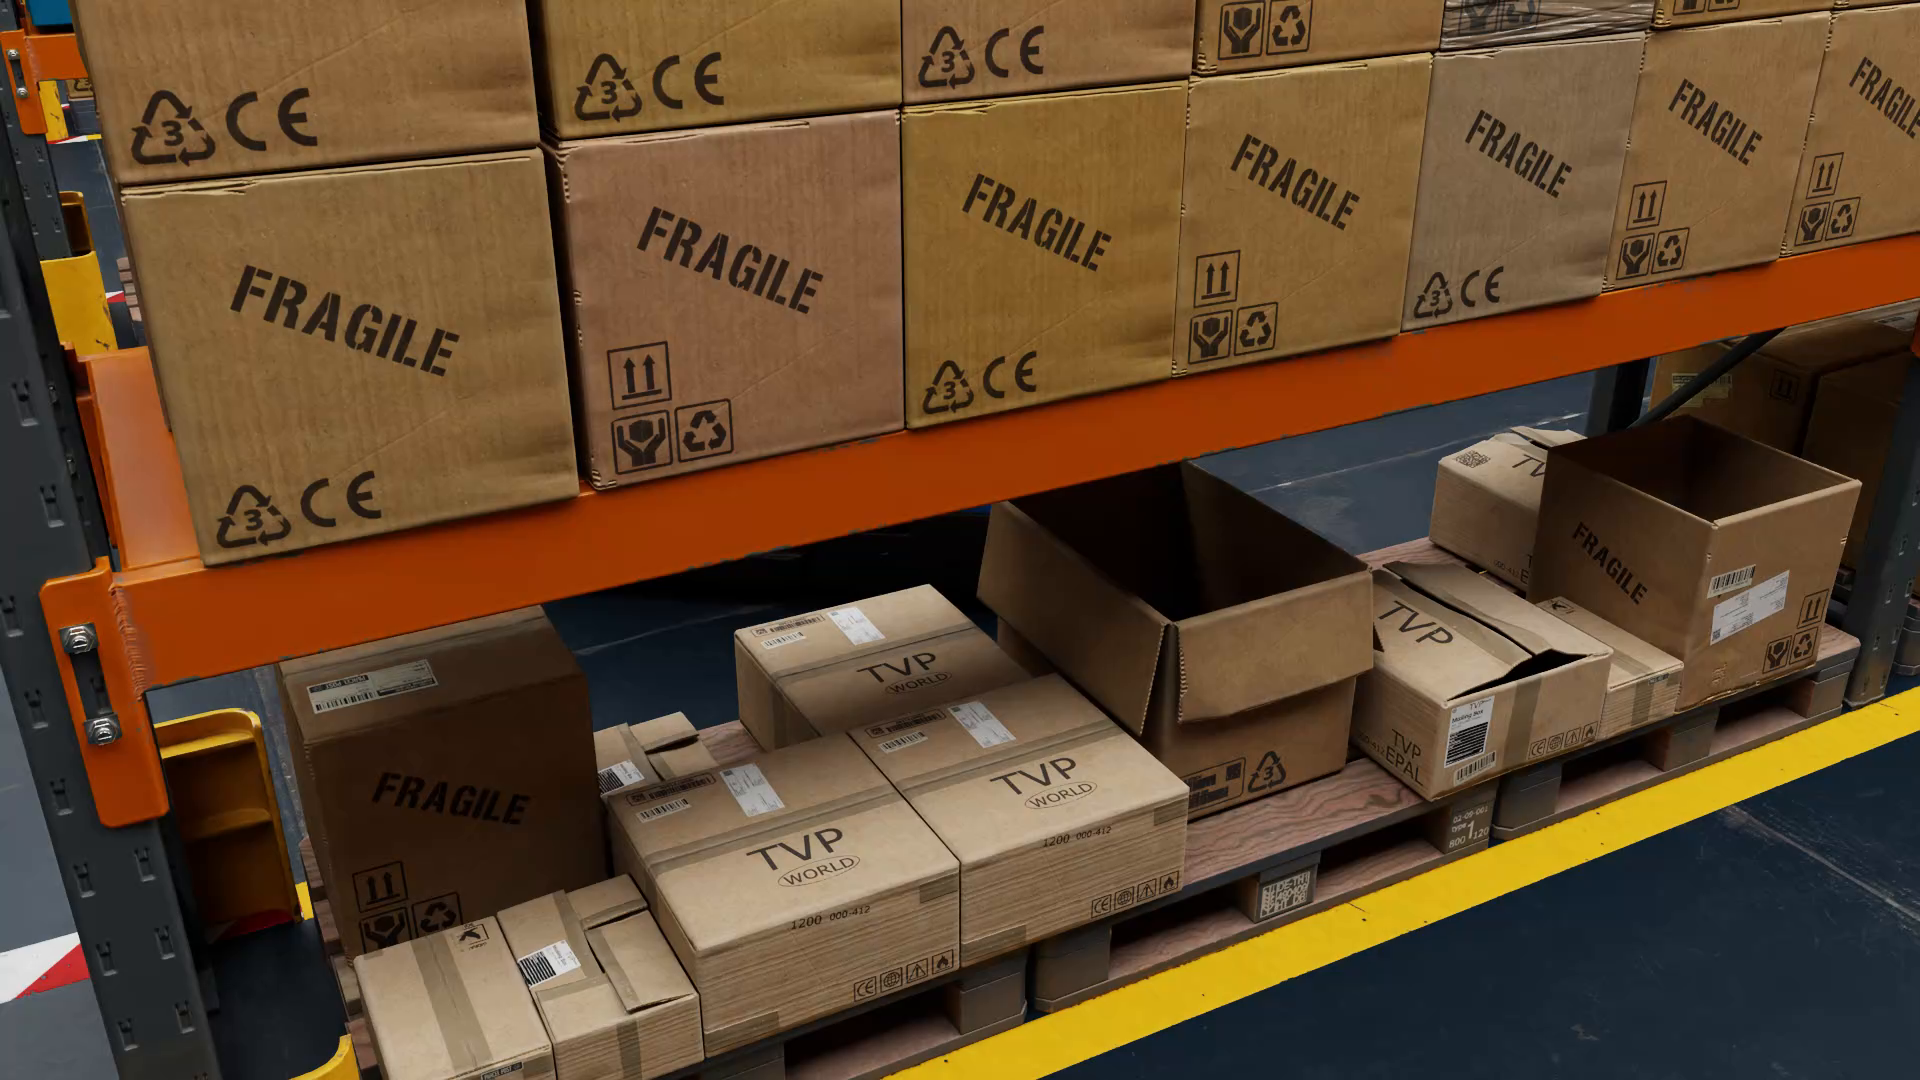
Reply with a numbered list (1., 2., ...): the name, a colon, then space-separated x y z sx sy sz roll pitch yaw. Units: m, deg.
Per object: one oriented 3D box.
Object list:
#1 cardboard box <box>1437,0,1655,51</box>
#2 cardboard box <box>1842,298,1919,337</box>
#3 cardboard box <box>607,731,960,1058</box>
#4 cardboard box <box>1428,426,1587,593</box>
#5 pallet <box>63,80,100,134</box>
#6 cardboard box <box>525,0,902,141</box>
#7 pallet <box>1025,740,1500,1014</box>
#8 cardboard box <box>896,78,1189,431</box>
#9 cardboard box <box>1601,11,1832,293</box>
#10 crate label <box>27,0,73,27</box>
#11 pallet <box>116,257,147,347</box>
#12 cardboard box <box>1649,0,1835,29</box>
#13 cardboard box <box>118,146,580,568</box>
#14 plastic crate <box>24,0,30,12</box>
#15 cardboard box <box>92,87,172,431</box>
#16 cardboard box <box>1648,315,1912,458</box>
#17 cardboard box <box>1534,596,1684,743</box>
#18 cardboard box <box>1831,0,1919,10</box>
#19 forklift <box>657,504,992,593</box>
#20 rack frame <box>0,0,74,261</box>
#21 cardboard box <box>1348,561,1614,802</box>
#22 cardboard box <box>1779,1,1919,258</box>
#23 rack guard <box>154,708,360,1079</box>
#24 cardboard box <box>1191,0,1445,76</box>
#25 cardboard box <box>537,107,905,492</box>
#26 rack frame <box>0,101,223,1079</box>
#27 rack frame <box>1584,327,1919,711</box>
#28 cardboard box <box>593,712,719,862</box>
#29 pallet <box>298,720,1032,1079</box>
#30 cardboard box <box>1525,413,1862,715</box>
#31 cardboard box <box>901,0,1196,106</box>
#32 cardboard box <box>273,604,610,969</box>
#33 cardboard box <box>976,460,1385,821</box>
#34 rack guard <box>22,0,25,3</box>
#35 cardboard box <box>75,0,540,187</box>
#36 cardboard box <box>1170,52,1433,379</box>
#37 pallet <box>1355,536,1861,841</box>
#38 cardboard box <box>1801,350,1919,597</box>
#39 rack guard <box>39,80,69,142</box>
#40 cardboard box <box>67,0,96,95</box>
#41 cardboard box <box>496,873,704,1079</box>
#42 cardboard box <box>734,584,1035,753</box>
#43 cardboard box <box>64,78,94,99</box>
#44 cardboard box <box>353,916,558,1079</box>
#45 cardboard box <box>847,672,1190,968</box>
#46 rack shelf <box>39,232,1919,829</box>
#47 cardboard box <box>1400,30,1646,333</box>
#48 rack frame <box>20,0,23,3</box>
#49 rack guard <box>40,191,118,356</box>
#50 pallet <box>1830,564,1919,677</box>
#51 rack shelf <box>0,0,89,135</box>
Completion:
1. cardboard box: 0.920 -1.197 3.006 0.500 0.500 0.500 -13 28 -25
2. cardboard box: 2.880 -0.489 5.183 0.500 0.500 0.500 -13 29 -25
3. cardboard box: -0.336 0.641 3.118 0.500 0.250 0.500 -13 29 -25
4. cardboard box: 1.667 -0.094 4.578 0.500 0.311 0.500 -13 29 -25
5. pallet: -5.379 -3.016 11.287 1.213 0.211 1.003 -13 29 -25
6. cardboard box: -0.417 -0.891 2.369 0.500 0.500 0.500 -13 28 -25
7. pallet: 0.455 0.536 3.889 1.213 0.211 1.003 -13 29 -25
8. cardboard box: 0.023 -0.539 2.791 0.500 0.500 0.500 -13 29 -25
9. cardboard box: 1.365 -0.850 3.440 0.500 0.500 0.500 -12 28 -24
10. crate label: -3.345 -2.064 6.208 0.303 0.233 0.416 -13 29 -25
11. pallet: -2.972 -1.084 7.265 1.213 0.211 1.003 -13 29 -25
12. cardboard box: 1.364 -1.299 3.219 0.500 0.500 0.500 -14 29 -26
13. cardboard box: -0.874 -0.331 2.357 0.500 0.500 0.500 -12 28 -24
14. plastic crate: -3.510 -2.371 6.612 0.499 0.435 0.616 -13 29 -25
15. cardboard box: -1.123 -0.536 2.785 0.500 0.500 0.500 -12 28 -24
16. cardboard box: 2.440 -0.392 4.980 0.500 0.500 0.500 -13 29 -25
17. cardboard box: 1.468 0.300 3.945 0.250 0.149 0.380 -13 29 -25
18. cardboard box: 1.815 -1.404 3.439 0.500 0.500 0.500 -13 28 -25
19. forklift: -1.023 -1.393 4.765 3.031 2.935 1.130 3 26 6
20. rack frame: -3.718 -2.188 6.342 0.127 3.000 1.000 -13 29 -25
21. cardboard box: 1.108 0.280 3.799 0.500 0.311 0.500 -13 29 -25
22. cardboard box: 1.819 -0.956 3.660 0.500 0.500 0.500 -12 28 -24
23. rack guard: -1.323 0.816 2.974 0.348 0.500 1.175 -13 29 -25
24. cardboard box: 0.475 -1.095 2.793 0.500 0.500 0.500 -13 29 -26
25. cardboard box: -0.422 -0.438 2.580 0.500 0.500 0.500 -13 29 -26
26. rack frame: -1.390 -0.296 2.401 0.127 3.000 1.000 -13 29 -25
27. rack frame: 2.140 -1.111 4.097 0.127 3.000 1.000 -13 29 -25
28. cardboard box: -0.626 0.530 3.445 0.250 0.166 0.380 -13 29 -25
29. pallet: -0.620 0.783 3.375 1.213 0.211 1.003 -13 29 -25
30. cardboard box: 1.770 0.042 4.076 0.500 0.500 0.500 -13 29 -25
31. cardboard box: 0.027 -0.991 2.577 0.500 0.500 0.500 -13 28 -24
32. cardboard box: -1.026 0.428 3.273 0.500 0.500 0.500 -13 29 -25
33. cardboard box: 0.484 0.201 3.741 0.637 0.503 0.797 -13 29 -25
34. rack guard: -8.226 -4.883 14.843 0.348 0.500 1.175 -13 29 -25
35. cardboard box: -0.874 -0.781 2.141 0.500 0.500 0.500 -12 28 -24
36. cardboard box: 0.464 -0.640 3.002 0.500 0.500 0.500 -13 28 -24
37. pallet: 1.533 0.286 4.410 1.213 0.211 1.003 -13 29 -25
38. cardboard box: 2.681 -0.187 4.555 0.500 0.500 0.500 -14 29 -27
39. rack guard: -6.069 -2.948 10.813 0.348 0.500 1.175 -13 29 -25
40. cardboard box: -1.127 -0.987 2.570 0.500 0.500 0.500 -13 29 -26
41. cardboard box: -0.638 0.778 2.929 0.250 0.166 0.380 -13 29 -25
42. cardboard box: -0.174 0.359 3.706 0.500 0.250 0.500 -13 29 -25
43. cardboard box: -5.521 -3.472 10.986 0.875 0.875 0.875 -13 29 -25
44. cardboard box: -0.859 0.837 2.827 0.250 0.149 0.380 -13 29 -25
45. cardboard box: 0.106 0.539 3.330 0.500 0.250 0.500 -13 29 -25
46. rack shelf: 0.375 -0.379 3.405 4.000 0.370 1.077 -13 29 -25
47. cardboard box: 0.913 -0.745 3.220 0.500 0.500 0.500 -12 28 -24
48. rack frame: -6.048 -4.080 10.282 0.127 3.000 1.000 -13 29 -25
49. rack guard: -3.733 -1.052 6.863 0.348 0.500 1.175 -13 29 -25
50. pallet: 2.839 -0.033 5.076 1.213 0.211 1.003 -13 29 -25
51. rack shelf: -1.953 -2.271 7.346 4.000 0.370 1.077 -13 29 -25
